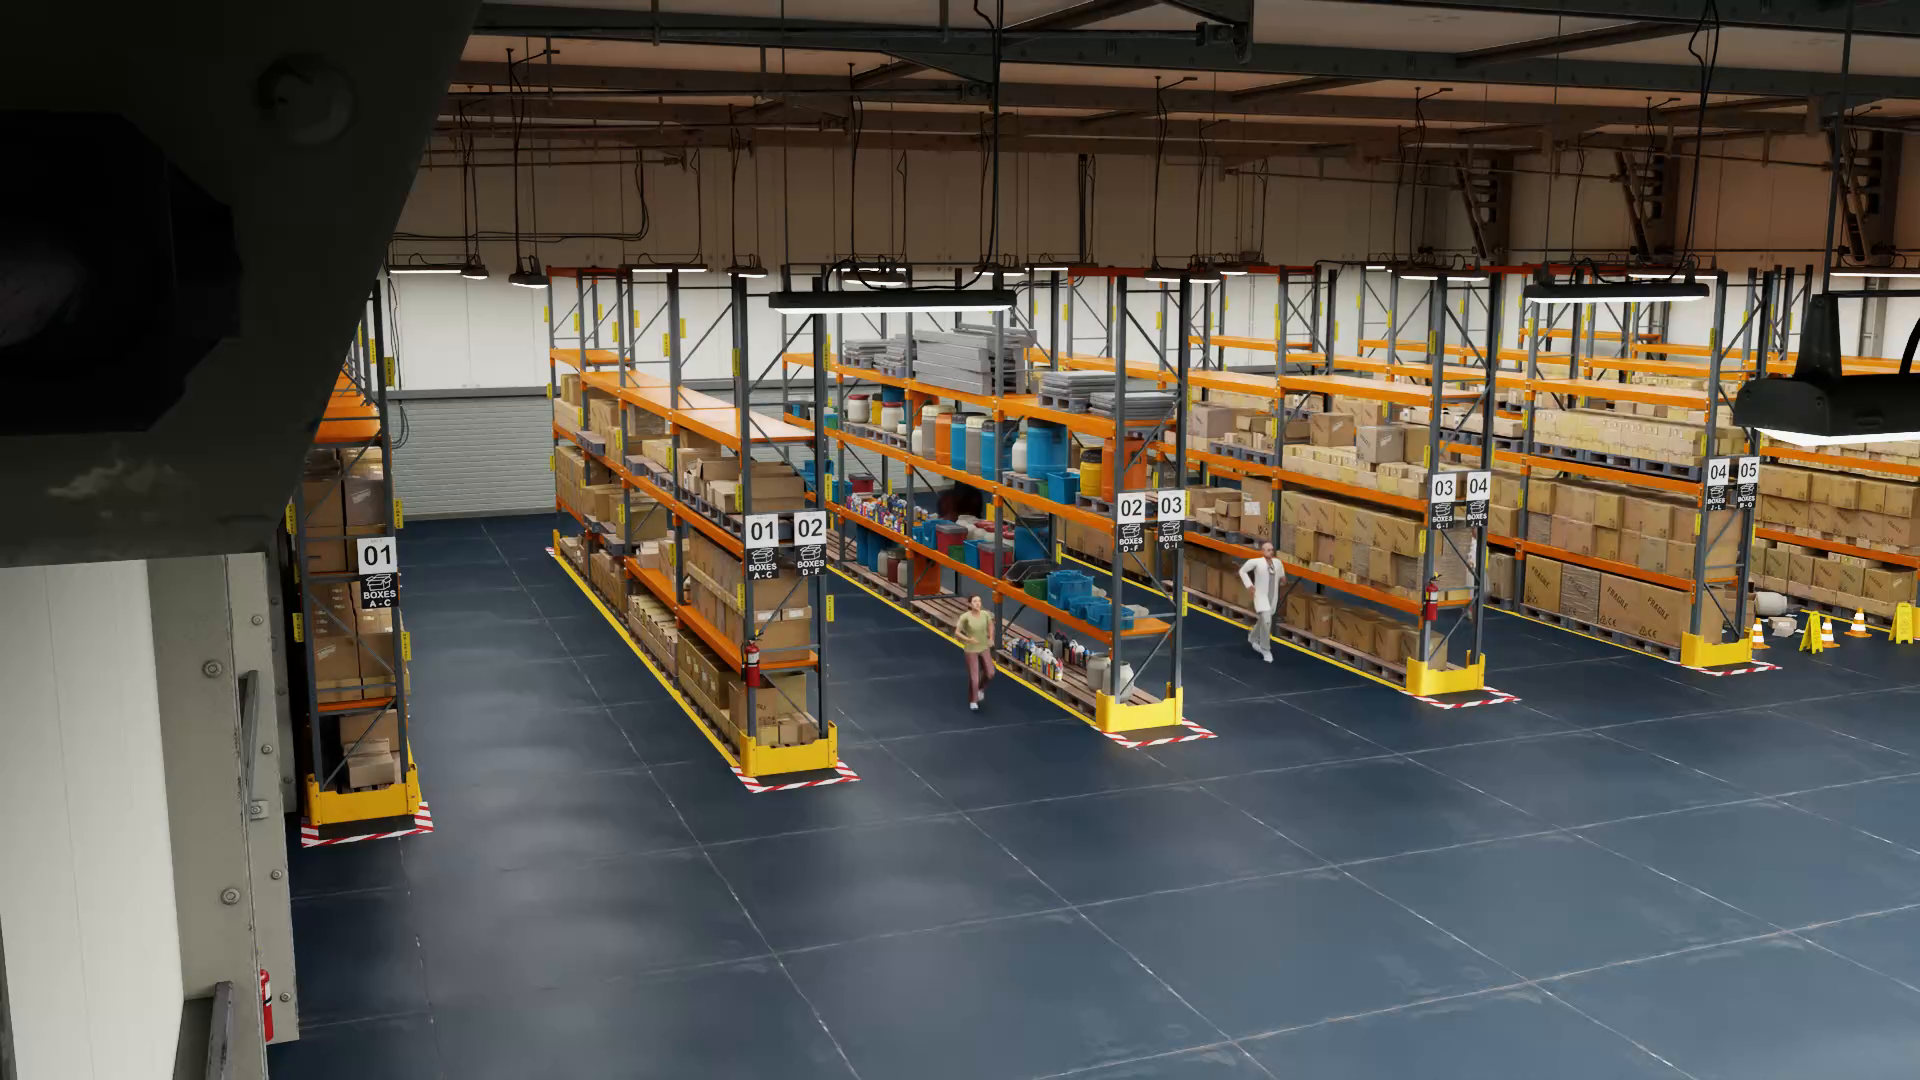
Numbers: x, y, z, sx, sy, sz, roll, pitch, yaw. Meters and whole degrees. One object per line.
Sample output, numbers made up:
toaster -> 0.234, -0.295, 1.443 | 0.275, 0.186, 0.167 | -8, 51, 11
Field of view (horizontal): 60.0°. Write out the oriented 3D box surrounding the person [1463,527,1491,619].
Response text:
person -> 8.898, 0.515, 28.638 | 0.638, 1.737, 0.564 | -3, 10, -18

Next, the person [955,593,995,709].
person -> 0.237, 1.547, 23.047 | 0.626, 1.639, 0.525 | -4, 11, -22

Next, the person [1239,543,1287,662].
person -> 4.777, 0.995, 26.103 | 0.688, 1.759, 0.882 | -5, 11, -25
